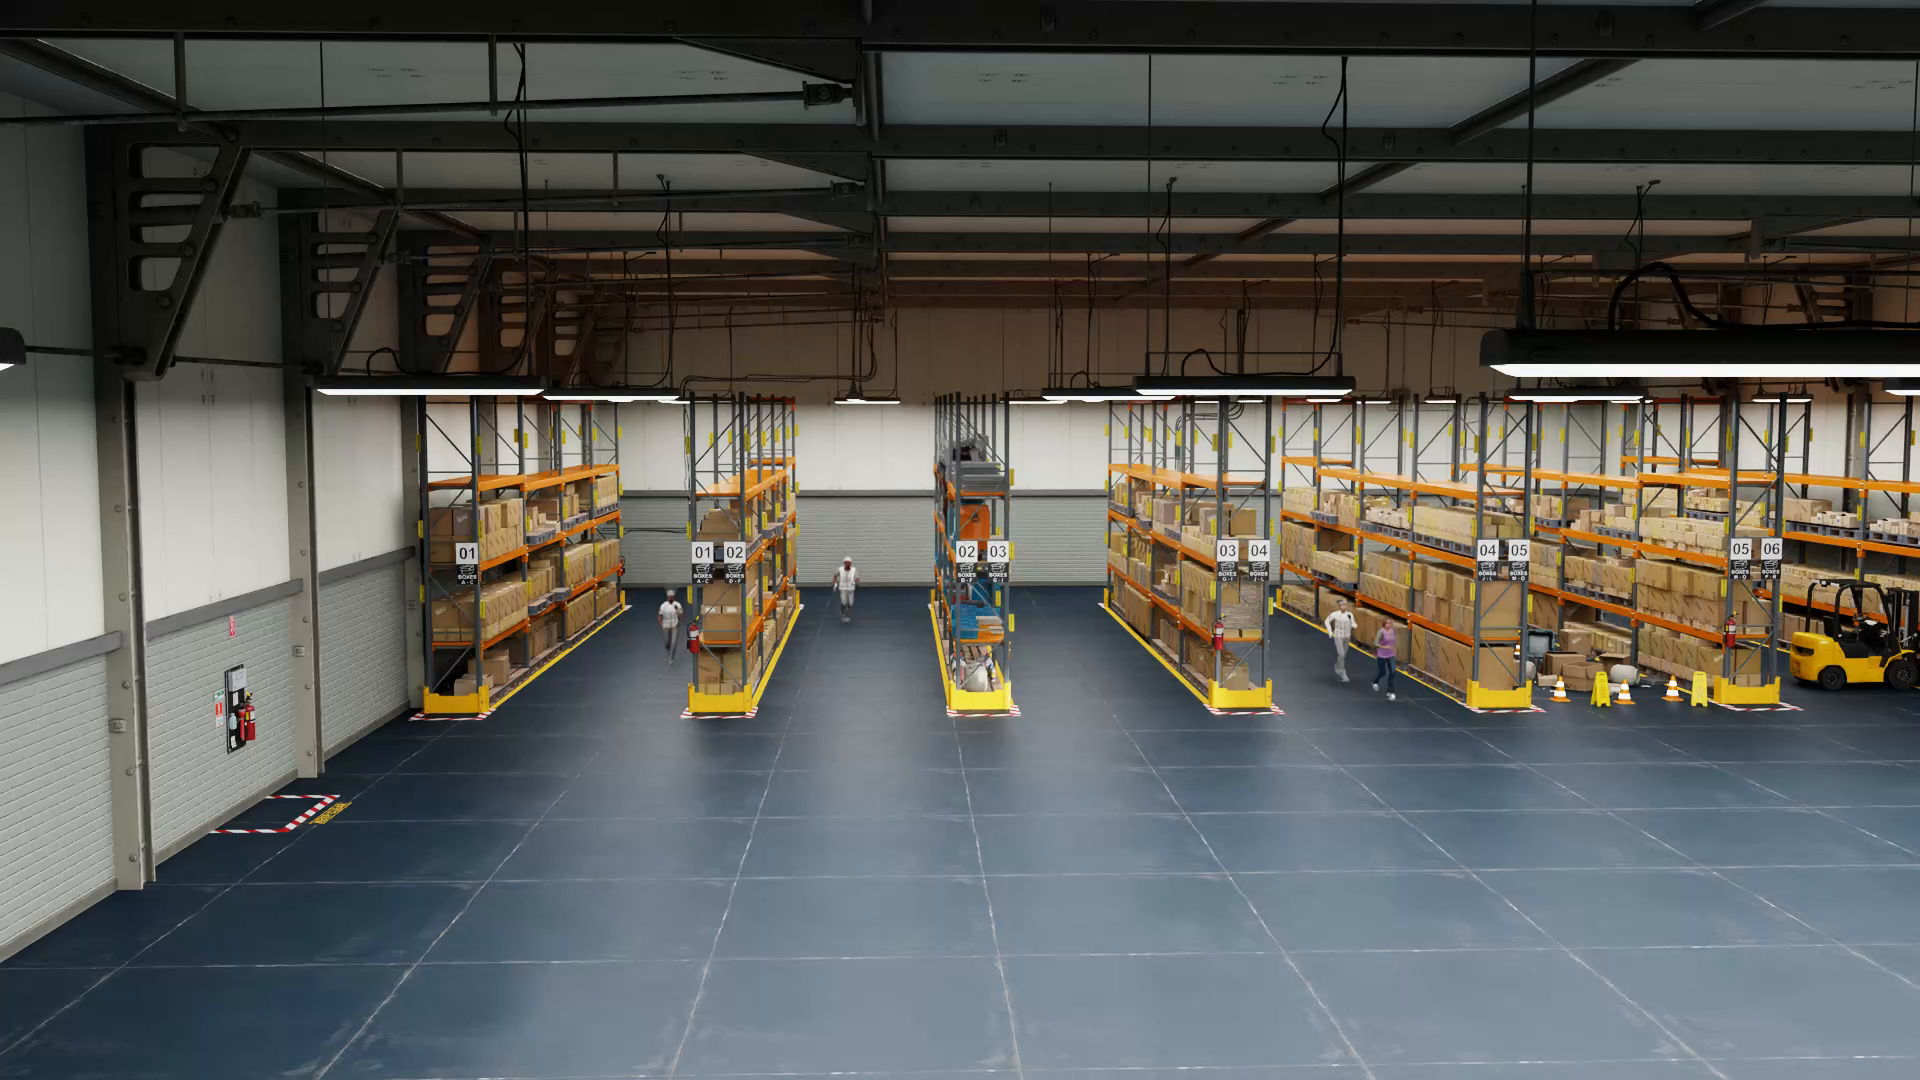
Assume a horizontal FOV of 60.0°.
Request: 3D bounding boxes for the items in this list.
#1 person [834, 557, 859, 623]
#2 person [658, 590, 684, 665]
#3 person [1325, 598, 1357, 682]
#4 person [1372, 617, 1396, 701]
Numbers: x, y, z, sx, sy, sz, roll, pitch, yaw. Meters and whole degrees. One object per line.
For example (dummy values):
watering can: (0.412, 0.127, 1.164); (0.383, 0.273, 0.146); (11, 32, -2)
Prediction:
person: (-2.986, 1.320, 43.883); (0.668, 1.749, 0.758); (-1, 5, -10)
person: (-6.448, 1.936, 37.154); (0.582, 1.660, 0.578); (-1, 5, -9)
person: (8.016, 2.063, 34.877); (0.604, 1.705, 0.914); (-1, 5, -12)
person: (8.345, 2.322, 32.704); (0.569, 1.641, 0.826); (-2, 5, -19)
